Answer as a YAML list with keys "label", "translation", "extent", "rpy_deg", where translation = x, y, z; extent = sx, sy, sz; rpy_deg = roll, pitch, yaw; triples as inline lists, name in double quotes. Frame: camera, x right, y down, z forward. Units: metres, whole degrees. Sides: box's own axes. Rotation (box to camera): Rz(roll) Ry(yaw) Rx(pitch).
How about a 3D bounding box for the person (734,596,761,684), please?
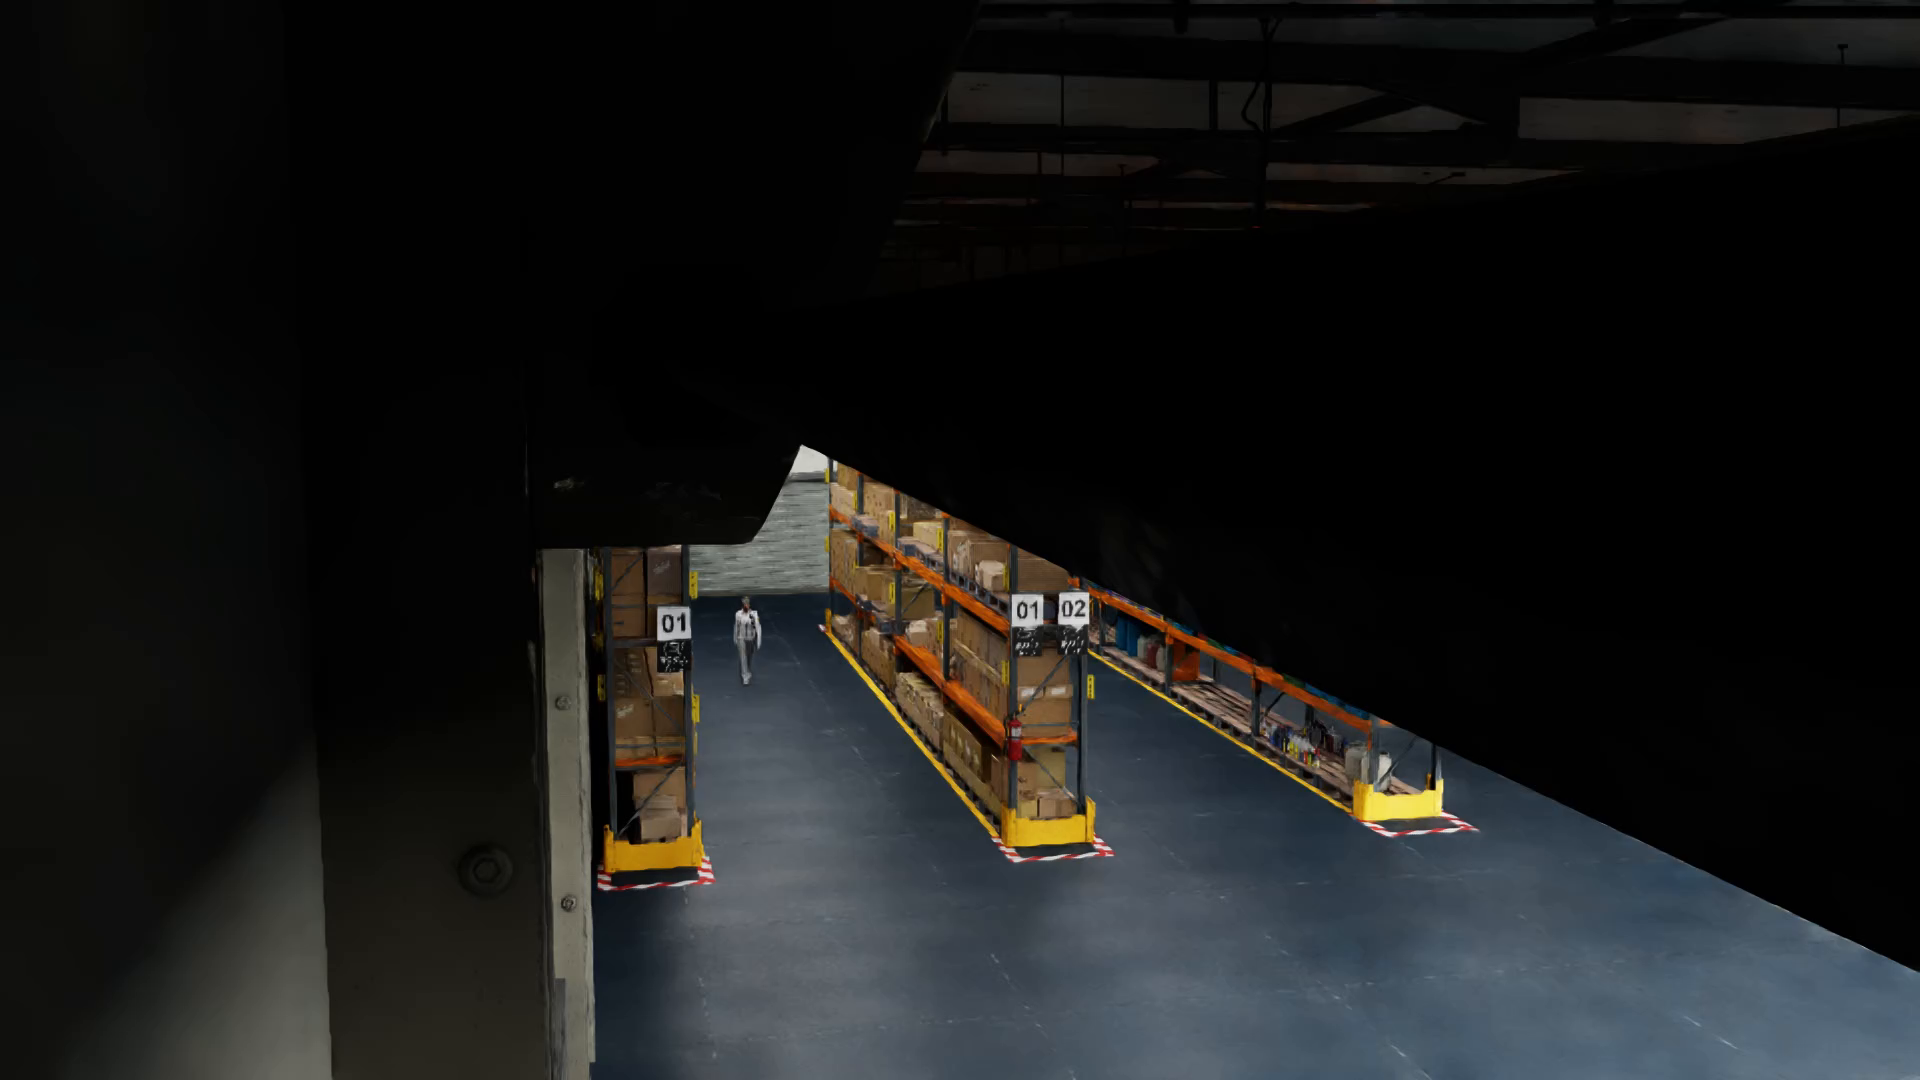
- label: "person"
  translation: [-3.964, 1.831, 31.074]
  extent: [0.500, 1.625, 0.988]
  rpy_deg: [-2, 7, -14]
